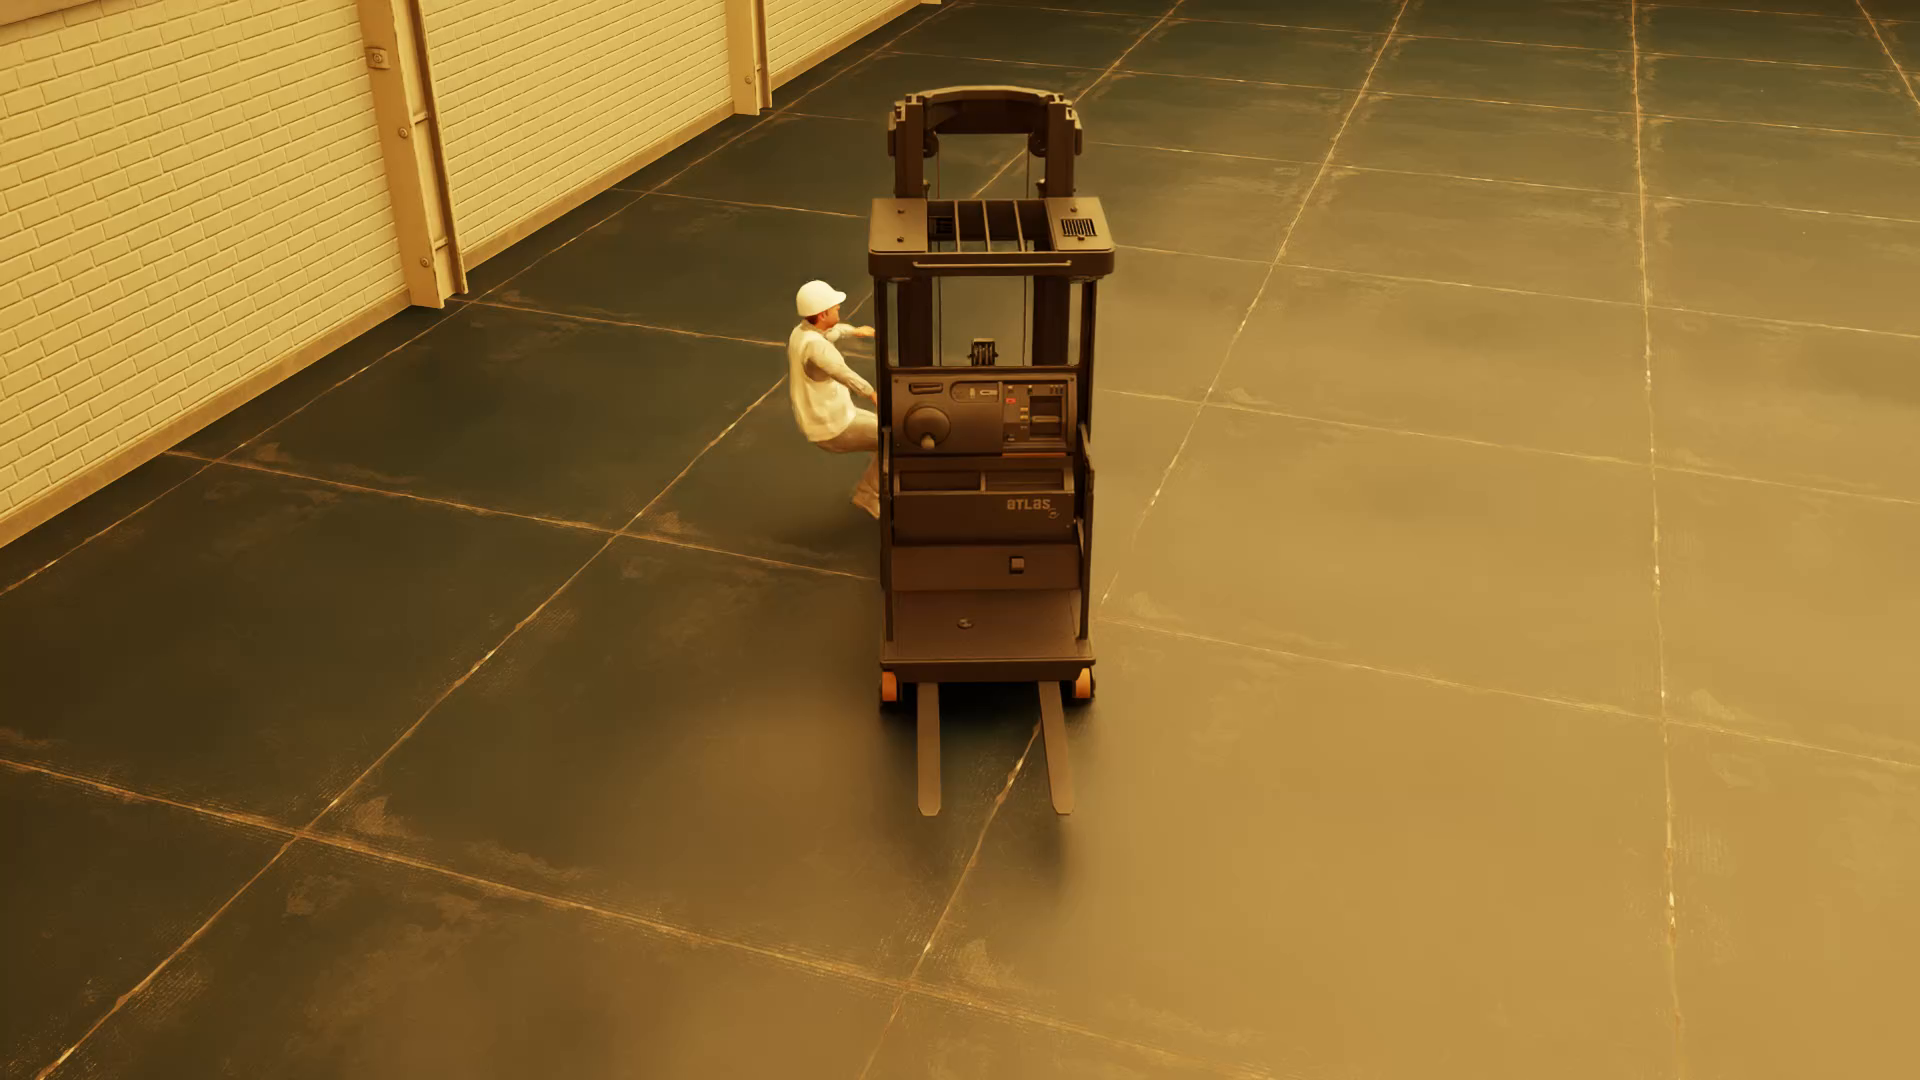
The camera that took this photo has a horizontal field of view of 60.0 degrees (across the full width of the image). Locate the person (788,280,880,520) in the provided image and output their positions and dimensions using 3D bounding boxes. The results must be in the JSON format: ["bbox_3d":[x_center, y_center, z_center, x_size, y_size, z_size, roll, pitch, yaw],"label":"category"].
[{"bbox_3d":[-0.583,-0.818,9.969,0.865,1.559,1.064,-11,32,-19],"label":"person"}]

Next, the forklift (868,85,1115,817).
[{"bbox_3d":[0.129,-0.592,8.175,1.130,2.935,3.031,-1,30,-1],"label":"forklift"}]
